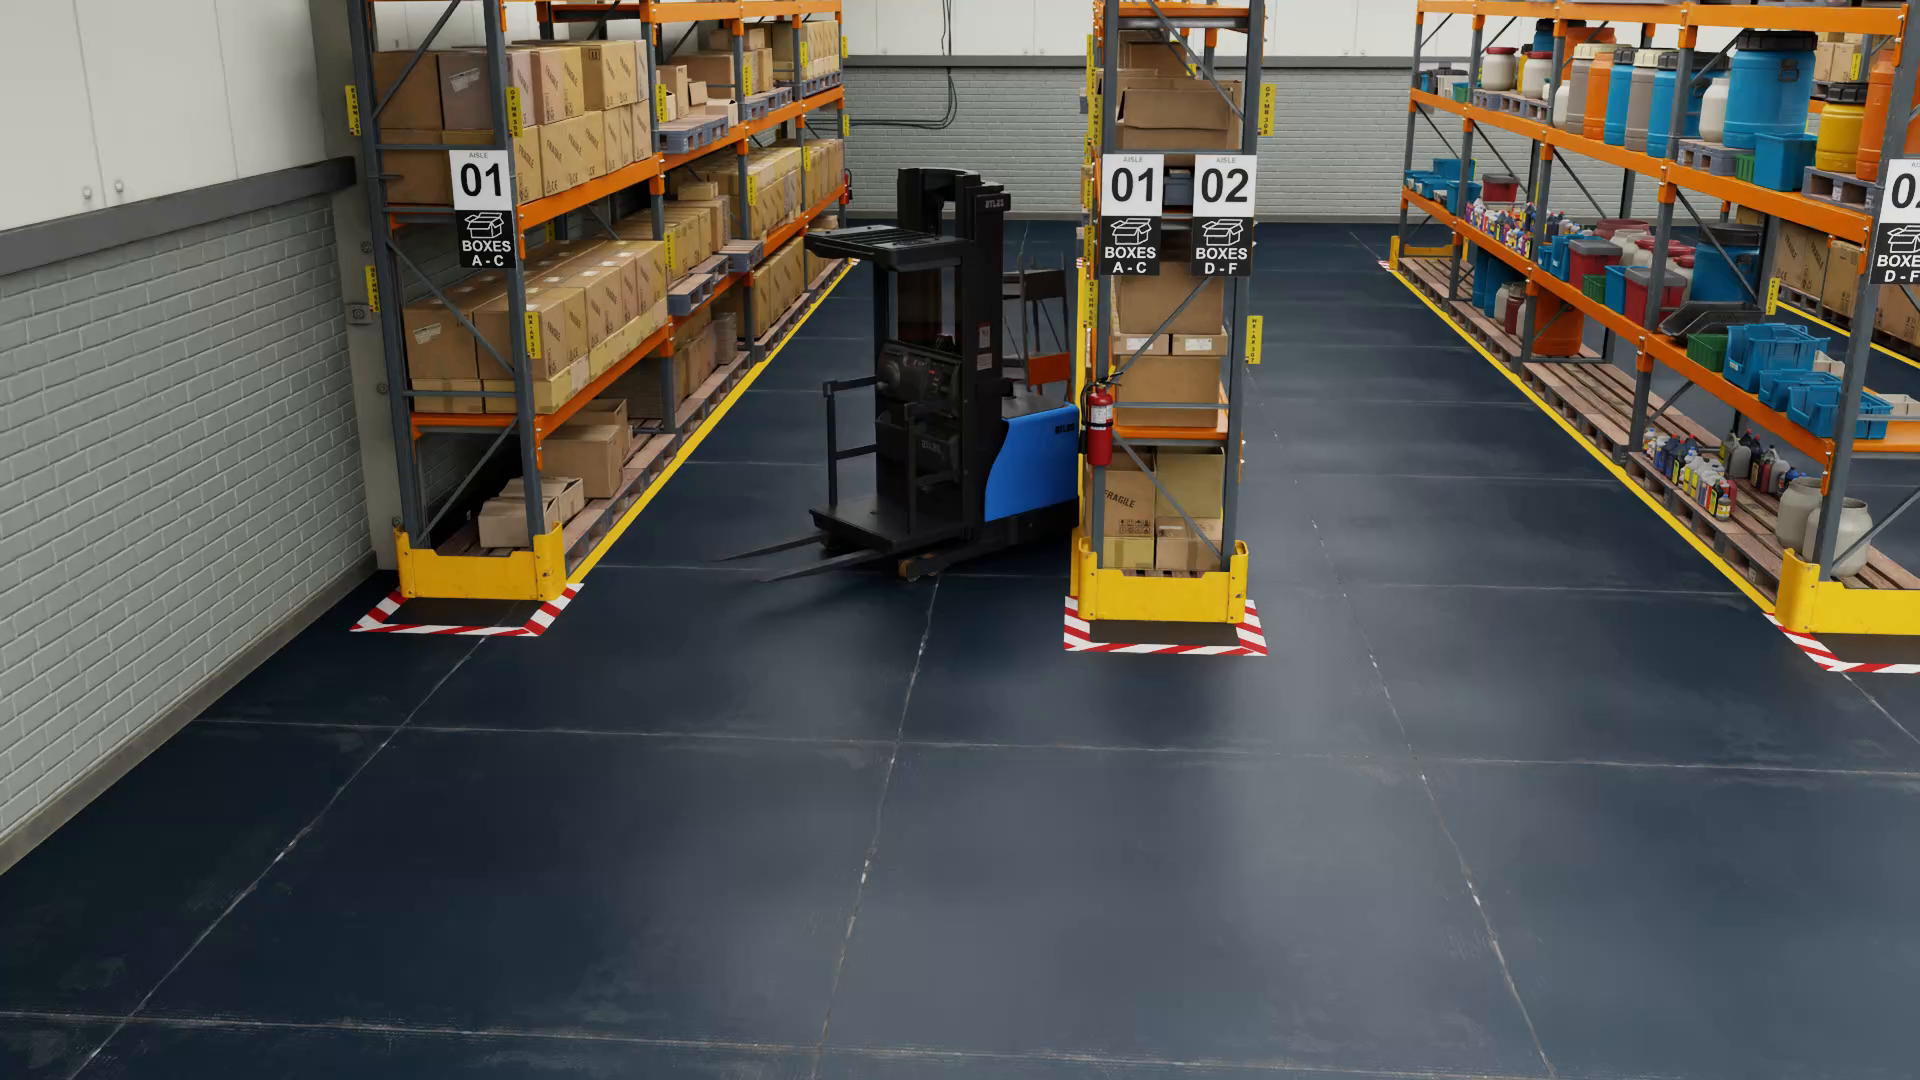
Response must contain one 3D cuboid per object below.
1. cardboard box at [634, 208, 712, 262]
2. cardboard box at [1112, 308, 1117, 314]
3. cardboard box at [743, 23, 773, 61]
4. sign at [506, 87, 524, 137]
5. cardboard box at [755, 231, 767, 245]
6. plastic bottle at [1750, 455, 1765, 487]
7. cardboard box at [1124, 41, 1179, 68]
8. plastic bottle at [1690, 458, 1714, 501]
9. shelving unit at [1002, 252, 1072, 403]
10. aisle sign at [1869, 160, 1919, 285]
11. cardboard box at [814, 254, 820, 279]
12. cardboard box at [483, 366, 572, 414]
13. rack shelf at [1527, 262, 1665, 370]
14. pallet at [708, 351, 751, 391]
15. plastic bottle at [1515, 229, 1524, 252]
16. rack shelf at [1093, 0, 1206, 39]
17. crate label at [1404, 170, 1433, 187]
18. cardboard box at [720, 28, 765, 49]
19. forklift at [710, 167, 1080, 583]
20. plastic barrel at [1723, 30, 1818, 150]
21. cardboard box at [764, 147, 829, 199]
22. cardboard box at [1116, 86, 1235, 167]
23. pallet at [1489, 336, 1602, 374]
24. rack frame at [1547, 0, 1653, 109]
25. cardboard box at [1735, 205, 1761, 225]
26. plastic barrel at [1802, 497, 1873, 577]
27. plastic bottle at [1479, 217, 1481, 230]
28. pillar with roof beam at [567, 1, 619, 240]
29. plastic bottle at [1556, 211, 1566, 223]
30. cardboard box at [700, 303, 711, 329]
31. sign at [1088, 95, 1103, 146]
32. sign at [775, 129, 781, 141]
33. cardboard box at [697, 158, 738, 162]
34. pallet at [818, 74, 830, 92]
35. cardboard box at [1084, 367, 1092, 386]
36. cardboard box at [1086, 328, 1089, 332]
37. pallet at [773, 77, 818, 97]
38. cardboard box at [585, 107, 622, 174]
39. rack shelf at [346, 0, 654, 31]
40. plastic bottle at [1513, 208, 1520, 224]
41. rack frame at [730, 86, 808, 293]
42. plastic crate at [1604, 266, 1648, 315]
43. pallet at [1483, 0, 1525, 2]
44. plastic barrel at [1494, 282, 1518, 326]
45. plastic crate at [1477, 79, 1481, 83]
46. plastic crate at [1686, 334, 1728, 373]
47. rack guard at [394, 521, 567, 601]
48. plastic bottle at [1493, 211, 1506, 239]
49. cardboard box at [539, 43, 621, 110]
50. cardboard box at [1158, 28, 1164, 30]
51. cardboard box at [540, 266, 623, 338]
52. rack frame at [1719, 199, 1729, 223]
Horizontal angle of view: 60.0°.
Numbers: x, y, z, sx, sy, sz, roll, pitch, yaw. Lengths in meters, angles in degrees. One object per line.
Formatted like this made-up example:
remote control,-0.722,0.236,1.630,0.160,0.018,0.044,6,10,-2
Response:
cardboard box,-3.032,-3.231,17.600,0.700,0.500,0.500,1,18,4
cardboard box,1.320,-1.632,12.383,0.380,0.149,0.250,2,18,5
cardboard box,-2.837,-6.930,23.140,0.500,0.500,0.500,1,18,3
sign,-2.974,-2.852,11.090,0.100,0.325,0.005,1,18,4
cardboard box,-2.556,-3.654,20.129,0.380,0.149,0.250,2,18,6
plastic bottle,6.754,-0.591,14.065,0.061,0.283,0.133,1,18,4
cardboard box,1.814,-4.435,15.685,0.500,0.500,0.500,3,18,9
plastic bottle,6.124,-0.505,13.695,0.144,0.351,0.185,2,18,6
shelving unit,0.625,-1.360,14.118,0.503,2.100,0.431,-14,16,-39
aisle sign,6.065,-2.022,10.602,0.394,0.787,0.004,1,18,4
cardboard box,-2.459,-4.148,24.606,0.700,0.500,0.500,1,18,3
cardboard box,-3.163,-1.106,12.191,0.500,0.250,0.500,1,18,2
rack shelf,6.797,-2.324,16.854,1.077,0.370,4.000,1,18,4
pallet,-2.999,-1.941,19.006,1.003,0.211,1.213,1,18,4
plastic bottle,6.601,-3.529,19.582,0.097,0.271,0.097,0,18,0
rack shelf,1.857,-5.097,16.323,1.077,0.370,4.000,1,18,4
crate label,7.168,-5.651,26.026,0.416,0.233,0.303,1,18,4
cardboard box,-2.848,-6.519,21.611,0.500,0.250,0.500,3,18,8
forklift,-0.479,-1.266,12.581,3.031,2.935,1.130,-15,23,-38
plastic barrel,6.475,-3.601,13.300,0.600,0.901,0.708,1,18,4
cardboard box,-2.499,-5.514,24.952,0.980,0.700,0.700,0,18,1
cardboard box,1.472,-2.833,11.370,0.797,0.503,0.637,3,18,8
pallet,6.955,-2.208,19.822,1.003,0.211,1.213,1,18,4
rack frame,6.940,-6.138,17.704,1.000,3.000,0.127,1,18,4
cardboard box,12.488,-4.651,25.536,0.875,0.875,0.875,1,18,4
plastic barrel,6.338,-0.026,12.006,0.421,0.512,0.421,0,18,0
plastic bottle,6.738,-4.090,21.408,0.097,0.201,0.097,0,18,0
pillar with roof beam,0.397,-5.879,16.912,9.100,9.000,0.400,1,18,4
plastic bottle,7.409,-3.871,20.499,0.144,0.351,0.185,1,18,4
cardboard box,-3.044,-2.485,18.295,0.500,0.250,0.500,2,18,5
sign,0.886,-2.739,10.853,0.100,0.325,0.005,1,18,4
sign,-2.921,-6.456,26.792,0.100,0.325,0.005,1,18,4
cardboard box,-3.051,-4.688,21.038,0.500,0.250,0.500,1,18,3
pallet,-2.495,-6.766,24.579,1.003,0.211,1.213,1,18,4
cardboard box,1.368,-1.269,15.015,0.500,0.500,0.500,1,18,4
cardboard box,1.640,-2.239,18.279,0.500,0.311,0.500,1,18,3
pallet,-2.585,-6.388,23.425,1.003,0.211,1.213,1,18,4
cardboard box,-3.069,-3.256,13.534,0.500,0.500,0.500,1,18,2
rack shelf,-3.371,-4.152,12.804,1.077,0.370,4.000,1,18,4
plastic bottle,7.395,-4.302,22.055,0.097,0.201,0.097,0,18,0
rack frame,-2.655,-4.751,23.104,1.000,3.000,0.127,1,18,4
plastic crate,6.422,-2.387,15.916,0.392,0.384,0.575,1,18,4
pallet,7.198,-6.843,20.800,1.003,0.211,1.213,1,18,4
plastic barrel,6.991,-2.985,21.036,0.421,0.512,0.421,0,18,0
plastic crate,7.728,-6.784,24.832,0.450,0.188,0.336,1,18,4
plastic crate,6.275,-1.529,13.612,0.450,0.188,0.662,1,18,4
rack guard,-3.509,0.141,12.191,1.175,0.500,0.348,1,18,4
plastic bottle,6.701,-3.901,20.591,0.144,0.351,0.185,1,18,4
cardboard box,-3.049,-3.729,13.371,0.500,0.500,0.500,1,18,2
cardboard box,2.461,-6.893,23.059,0.700,0.500,0.500,1,18,4
cardboard box,-3.067,-1.934,13.513,0.500,0.500,0.500,2,18,6
rack frame,12.454,-5.661,25.883,1.000,3.000,0.127,1,18,4
